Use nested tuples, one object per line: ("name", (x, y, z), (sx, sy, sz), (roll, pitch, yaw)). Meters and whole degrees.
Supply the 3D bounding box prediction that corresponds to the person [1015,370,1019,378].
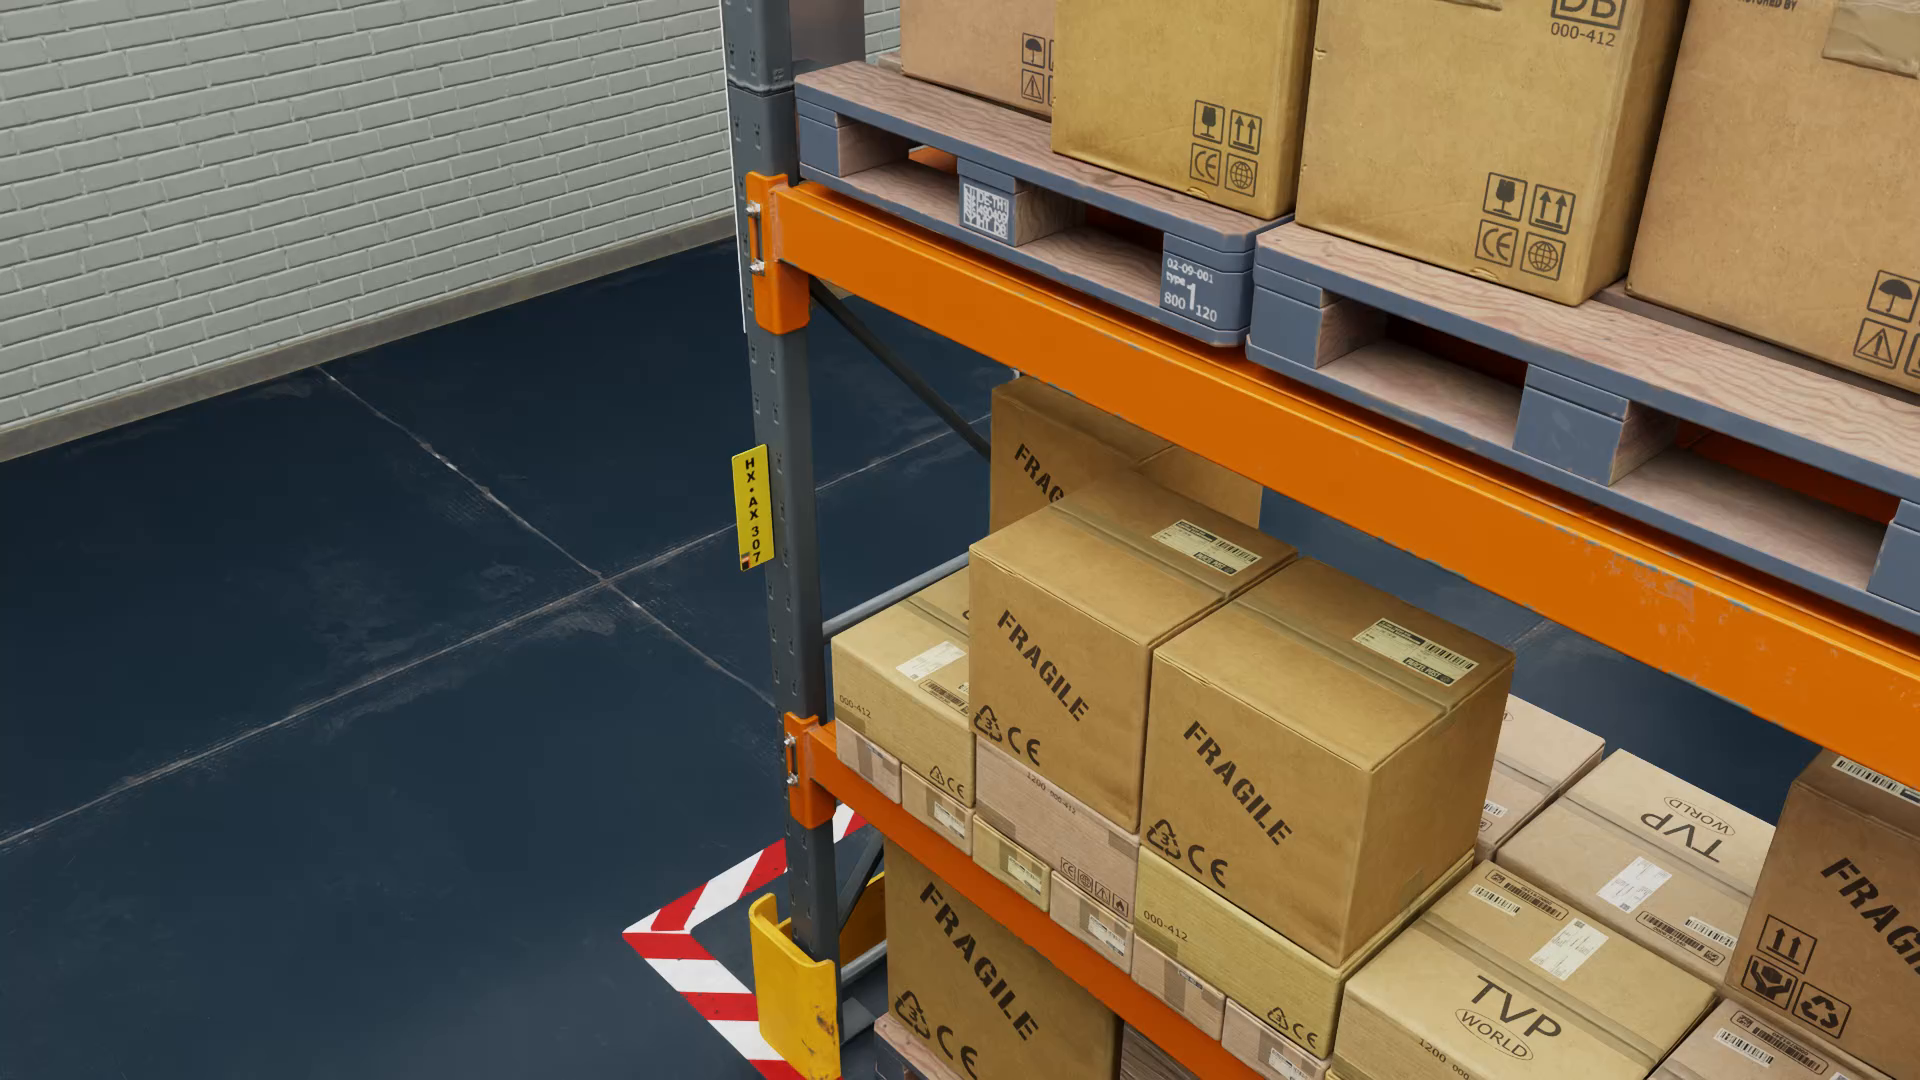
("person", (0.496, -0.667, 7.160), (0.516, 1.685, 0.481), (19, 37, 28))
